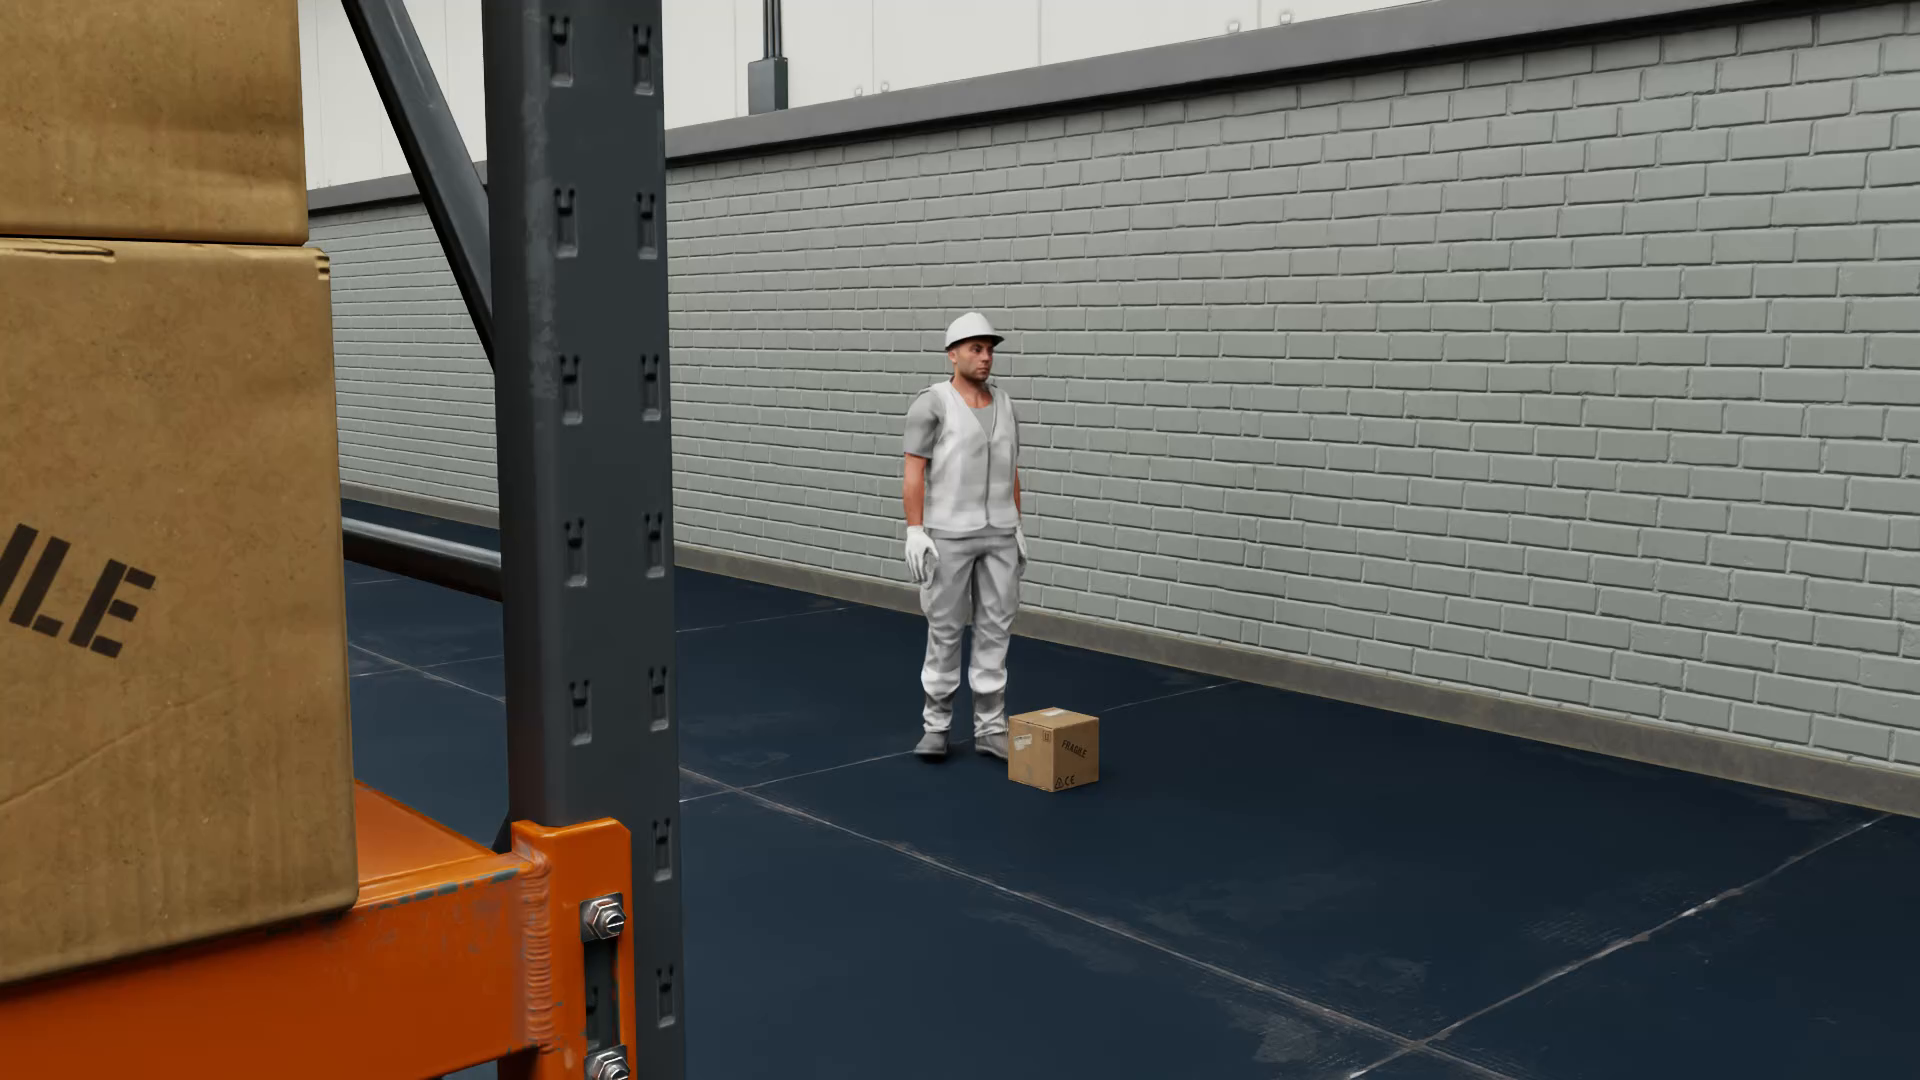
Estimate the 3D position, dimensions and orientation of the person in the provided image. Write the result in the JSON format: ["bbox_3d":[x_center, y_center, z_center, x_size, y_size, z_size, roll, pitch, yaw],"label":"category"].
[{"bbox_3d":[0.039,-0.009,6.674,0.609,1.796,0.451,-4,8,-29],"label":"person"}]
